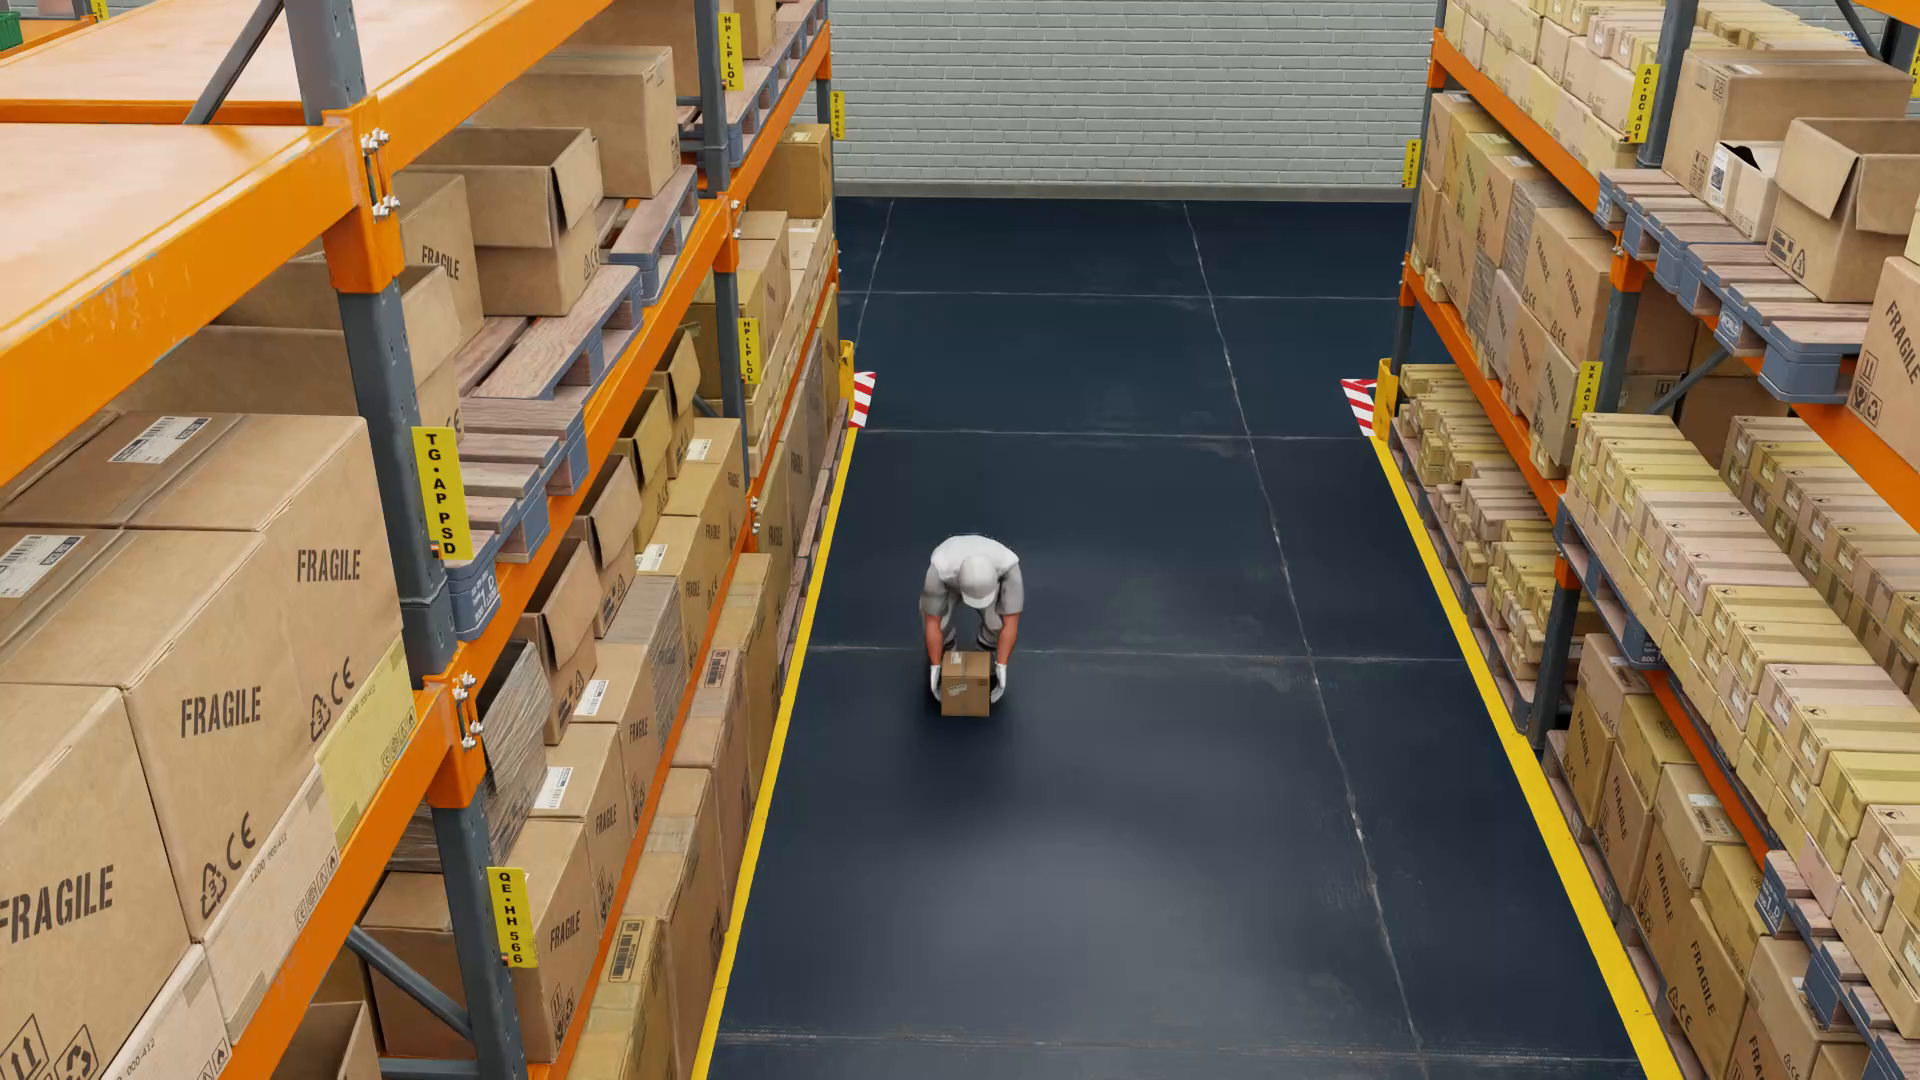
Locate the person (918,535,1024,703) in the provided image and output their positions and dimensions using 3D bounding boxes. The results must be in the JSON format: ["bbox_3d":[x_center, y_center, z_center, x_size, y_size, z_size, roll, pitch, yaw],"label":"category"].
[{"bbox_3d":[0.060,0.329,8.921,0.567,0.909,0.884,1,28,2],"label":"person"}]
